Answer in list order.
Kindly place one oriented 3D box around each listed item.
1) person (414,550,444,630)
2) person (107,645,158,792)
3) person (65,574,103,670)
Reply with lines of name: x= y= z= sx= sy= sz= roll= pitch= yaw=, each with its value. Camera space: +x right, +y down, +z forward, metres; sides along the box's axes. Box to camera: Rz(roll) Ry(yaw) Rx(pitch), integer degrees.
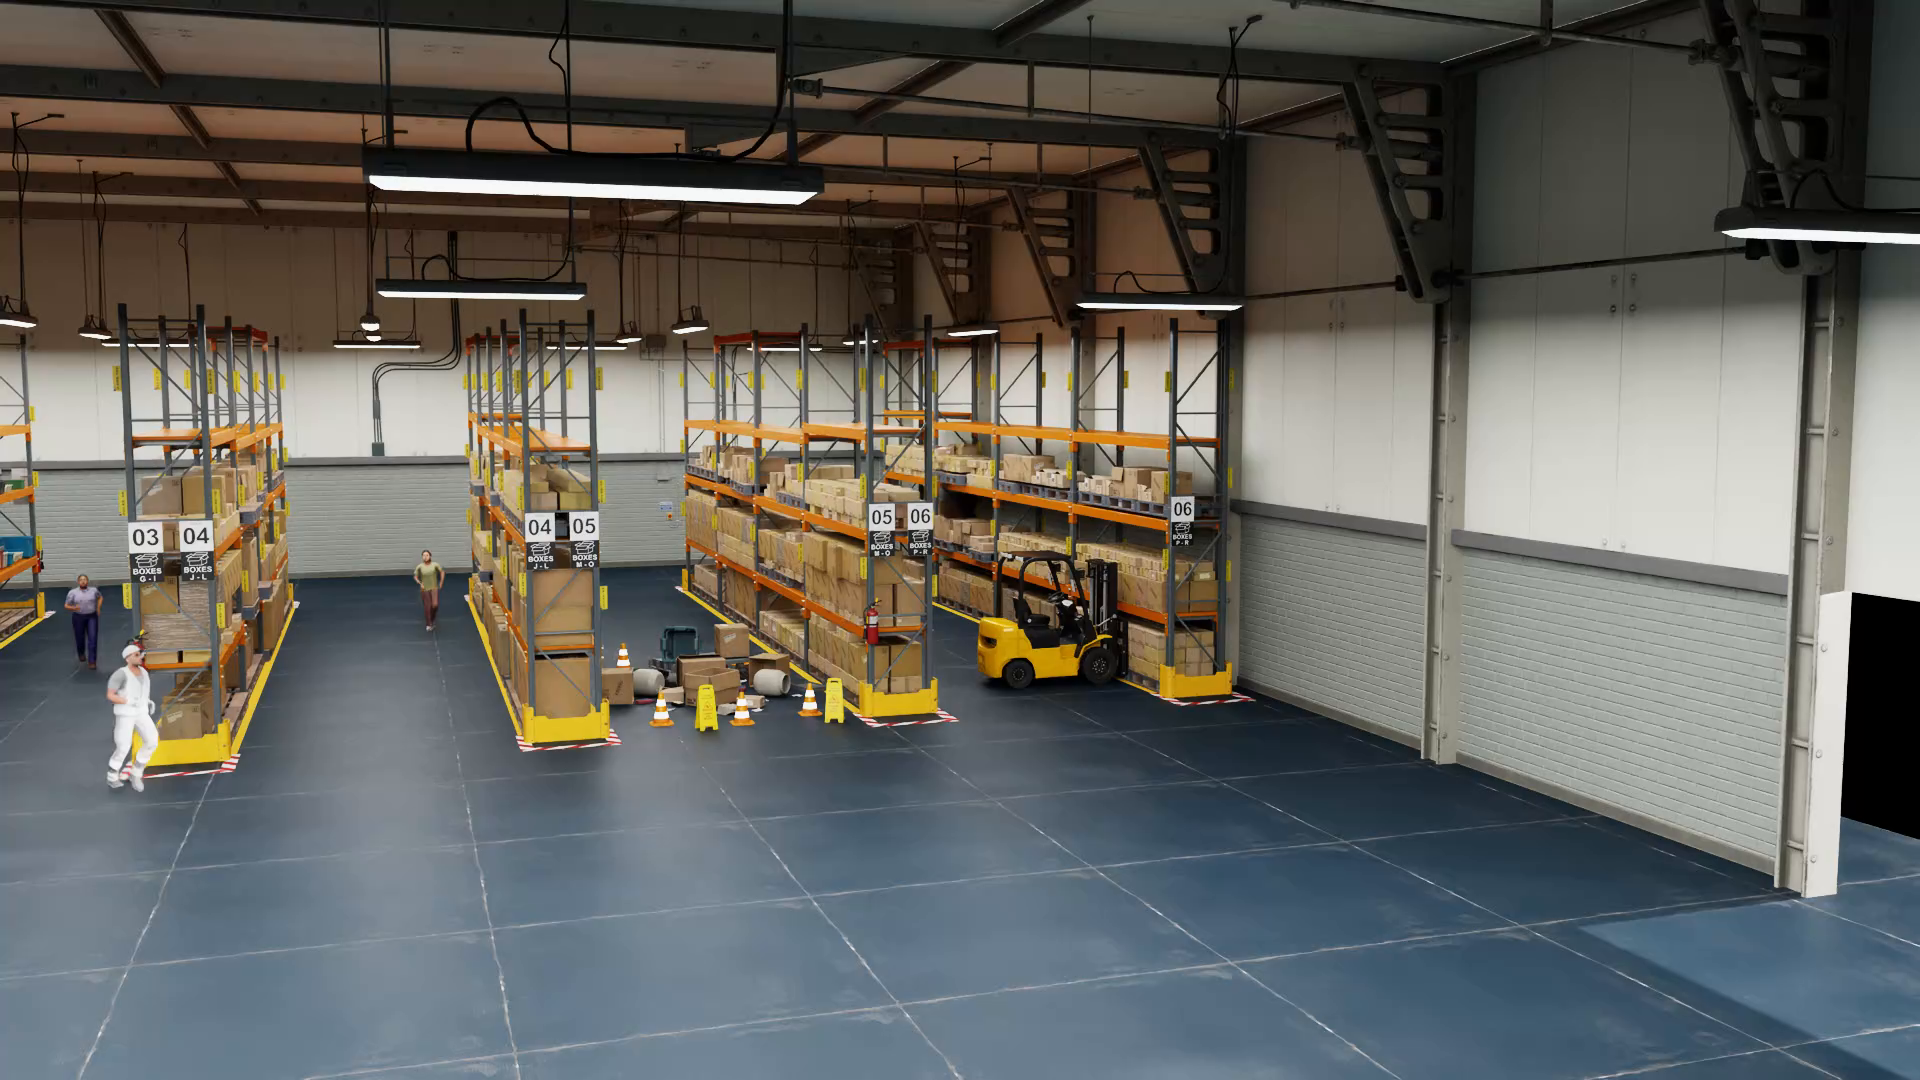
person: x=-10.671 y=1.020 z=33.446 sx=0.591 sy=1.620 sz=0.574 roll=-2 pitch=6 yaw=-17
person: x=-10.148 y=2.176 z=20.446 sx=0.658 sy=1.773 sz=0.662 roll=3 pitch=6 yaw=28
person: x=-15.304 y=1.414 z=29.086 sx=0.606 sy=1.646 sz=0.925 roll=-3 pitch=6 yaw=-31
